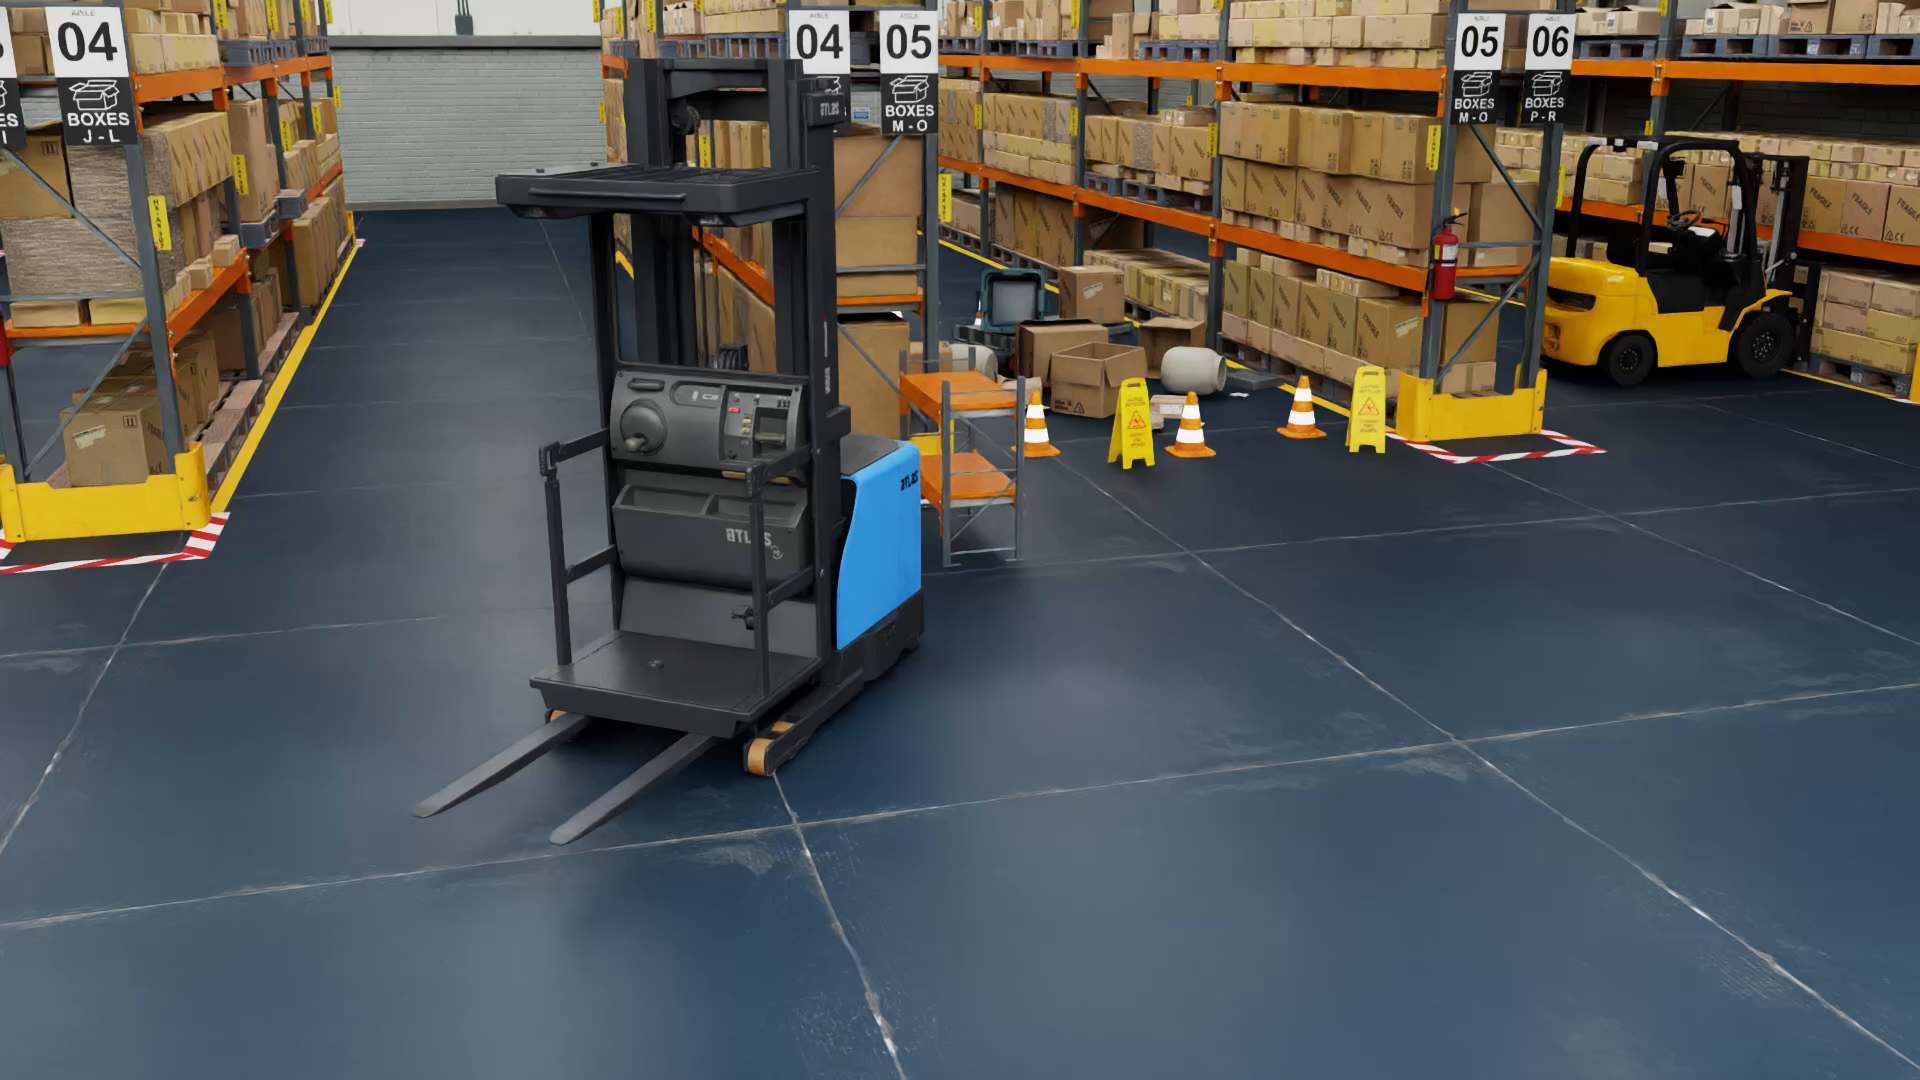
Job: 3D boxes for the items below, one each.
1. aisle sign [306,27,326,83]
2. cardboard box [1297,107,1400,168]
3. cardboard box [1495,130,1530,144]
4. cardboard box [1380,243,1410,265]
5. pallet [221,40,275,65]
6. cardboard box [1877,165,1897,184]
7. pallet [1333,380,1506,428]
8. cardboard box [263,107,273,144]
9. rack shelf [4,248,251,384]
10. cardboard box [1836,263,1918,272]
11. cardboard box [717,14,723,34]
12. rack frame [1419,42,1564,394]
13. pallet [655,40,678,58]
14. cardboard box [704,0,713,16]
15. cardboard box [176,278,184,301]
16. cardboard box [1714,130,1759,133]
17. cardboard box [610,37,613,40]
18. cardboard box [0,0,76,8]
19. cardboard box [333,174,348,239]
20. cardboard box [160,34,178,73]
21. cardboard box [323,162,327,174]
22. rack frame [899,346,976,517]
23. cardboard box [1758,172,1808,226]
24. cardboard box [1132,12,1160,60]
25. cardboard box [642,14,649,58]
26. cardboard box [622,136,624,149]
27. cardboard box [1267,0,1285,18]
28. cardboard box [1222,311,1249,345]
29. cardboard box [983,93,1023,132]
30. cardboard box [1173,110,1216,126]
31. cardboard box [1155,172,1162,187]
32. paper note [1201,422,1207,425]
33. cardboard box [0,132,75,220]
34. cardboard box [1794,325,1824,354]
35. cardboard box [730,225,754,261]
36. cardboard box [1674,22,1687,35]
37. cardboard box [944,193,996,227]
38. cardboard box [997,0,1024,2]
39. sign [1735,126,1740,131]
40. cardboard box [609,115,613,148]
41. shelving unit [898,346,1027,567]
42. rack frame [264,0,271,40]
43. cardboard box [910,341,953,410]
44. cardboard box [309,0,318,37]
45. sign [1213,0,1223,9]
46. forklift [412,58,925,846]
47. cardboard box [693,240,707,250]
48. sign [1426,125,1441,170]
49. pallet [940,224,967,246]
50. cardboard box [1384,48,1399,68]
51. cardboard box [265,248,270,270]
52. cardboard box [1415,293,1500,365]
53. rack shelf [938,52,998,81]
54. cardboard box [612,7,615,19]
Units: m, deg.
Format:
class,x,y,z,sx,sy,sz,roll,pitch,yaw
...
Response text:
class,x,y,z,sx,sy,sz,roll,pitch,yaw
aisle sign,-9.569,-7.203,24.700,0.394,0.787,0.004,-5,17,-15
cardboard box,3.363,-3.488,14.422,0.700,0.500,0.500,-5,17,-16
cardboard box,6.719,-4.912,20.289,0.380,0.149,0.250,-4,17,-15
cardboard box,3.603,-2.300,13.332,0.380,0.149,0.250,-5,17,-16
pallet,-6.895,-4.408,15.025,1.213,0.211,1.003,-5,17,-15
cardboard box,8.384,-3.243,14.734,0.380,0.149,0.250,-4,17,-14
pallet,3.878,-1.186,14.032,1.003,0.211,1.213,-5,17,-15
cardboard box,-7.824,-4.434,18.081,0.797,0.503,0.637,-4,17,-13
rack shelf,-5.990,-1.698,12.140,1.077,0.370,4.000,-5,17,-15
cardboard box,8.641,-2.454,15.720,0.500,0.250,0.500,-5,17,-16
cardboard box,-1.761,-4.187,13.497,0.380,0.149,0.250,-5,17,-16
rack frame,4.088,-2.273,12.804,1.000,3.000,0.127,-5,17,-15
pallet,-2.614,-5.238,17.791,1.213,0.211,1.003,-4,17,-13
cardboard box,-1.878,-4.559,14.040,0.500,0.250,0.500,-5,17,-15
cardboard box,-5.483,-1.675,11.251,0.380,0.149,0.250,-5,17,-15
cardboard box,8.138,-4.209,17.432,0.380,0.149,0.250,-5,17,-15
cardboard box,-4.737,-7.068,23.816,0.500,0.250,0.500,-5,17,-16
cardboard box,-6.110,-3.764,10.995,0.500,0.500,0.500,-5,17,-15
cardboard box,-9.585,-4.928,24.606,0.875,0.875,0.875,-5,17,-15
cardboard box,-5.604,-3.287,11.228,0.500,0.250,0.500,-5,17,-15
cardboard box,-8.645,-4.942,22.126,0.380,0.149,0.250,-4,17,-13
rack frame,-0.142,-0.681,10.765,0.500,1.125,0.032,-5,17,-15
cardboard box,8.048,-3.253,15.895,0.500,0.500,0.500,-5,17,-15
cardboard box,2.336,-5.552,18.327,0.797,0.503,0.637,-5,17,-15
cardboard box,-3.393,-5.826,19.245,0.500,0.500,0.500,-5,17,-15
cardboard box,-4.202,-5.179,21.669,0.380,0.149,0.250,-5,17,-16
cardboard box,2.971,-4.746,14.875,0.380,0.149,0.250,-5,17,-16
cardboard box,2.891,-2.079,16.208,0.500,0.250,0.500,-6,18,-18
cardboard box,0.635,-5.974,23.215,0.500,0.500,0.500,-4,17,-15
cardboard box,2.443,-4.381,17.273,0.380,0.149,0.250,-5,17,-17
cardboard box,2.315,-3.864,17.807,0.380,0.149,0.250,-5,17,-15
paper note,1.914,-0.955,13.577,0.148,0.019,0.142,-12,20,-34
cardboard box,-5.829,-2.291,10.436,0.500,0.500,0.500,-5,17,-15
cardboard box,8.170,-1.933,15.722,0.500,0.250,0.500,-5,17,-15
cardboard box,-1.422,-2.621,13.704,0.875,0.550,0.550,-5,17,-15
cardboard box,7.716,-5.588,18.160,0.380,0.149,0.250,-5,17,-15
cardboard box,0.228,-5.245,26.423,0.875,0.438,0.875,-4,17,-14
cardboard box,0.830,-7.505,23.930,0.500,0.500,0.500,-4,17,-14
sign,8.293,-4.269,17.808,0.100,0.325,0.005,-5,17,-15
cardboard box,-5.012,-6.177,25.112,0.500,0.500,0.500,-5,17,-15
shelving unit,-0.002,-0.541,10.296,0.538,1.125,1.048,-5,17,-15
rack frame,-7.639,-6.575,16.699,1.000,3.000,0.127,-5,17,-15
cardboard box,-0.330,-1.415,14.291,0.500,0.500,0.500,-2,17,-6
cardboard box,-9.643,-7.509,23.943,0.700,0.500,0.500,-6,18,-19
sign,2.456,-5.207,15.775,0.100,0.325,0.005,-5,17,-15
forklift,-1.196,-0.529,7.119,1.130,2.935,3.031,6,18,21
cardboard box,-2.518,-2.773,17.649,1.050,0.750,0.750,-4,17,-14
sign,3.549,-2.940,12.464,0.100,0.325,0.005,-5,17,-15
pallet,0.317,-4.811,26.101,1.003,0.211,1.213,-5,17,-15
cardboard box,3.581,-3.808,13.137,0.380,0.149,0.250,-4,17,-14
cardboard box,-7.426,-2.892,17.141,0.500,0.250,0.500,-4,17,-13
cardboard box,4.125,-1.767,13.868,0.500,0.500,0.500,-5,18,-17
rack shelf,0.240,-7.237,25.367,1.077,0.370,4.000,-5,17,-15
cardboard box,-4.671,-7.388,23.319,0.380,0.149,0.250,-5,17,-16
